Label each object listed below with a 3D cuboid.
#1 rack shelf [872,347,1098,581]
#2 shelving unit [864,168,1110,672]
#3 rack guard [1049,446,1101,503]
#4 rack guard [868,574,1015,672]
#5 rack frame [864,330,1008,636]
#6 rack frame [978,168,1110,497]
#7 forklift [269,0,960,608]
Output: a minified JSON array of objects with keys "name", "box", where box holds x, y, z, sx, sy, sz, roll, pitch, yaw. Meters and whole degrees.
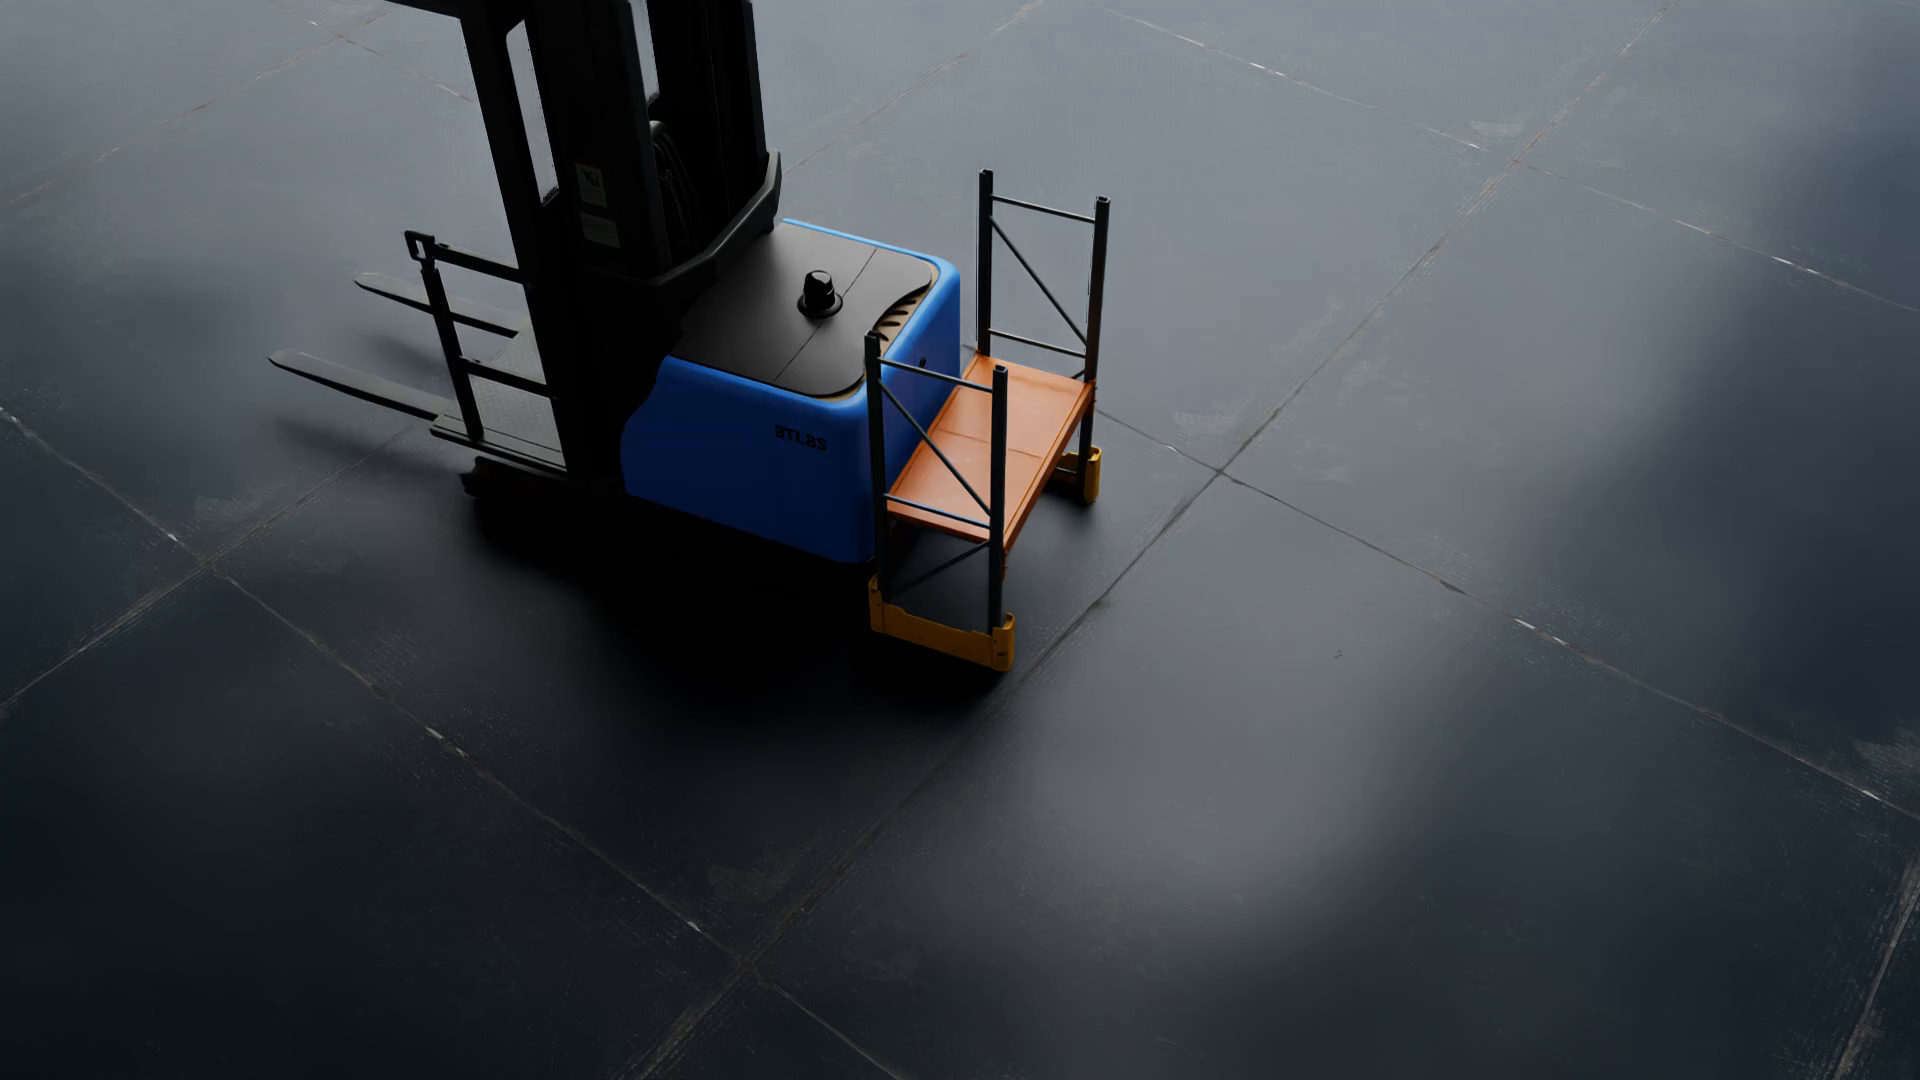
[{"name":"rack shelf","box":[0.114,-0.315,6.427,0.538,0.185,1.000,17,49,15]},{"name":"shelving unit","box":[0.117,-0.445,6.302,0.587,1.500,1.083,17,49,15]},{"name":"rack guard","box":[0.308,-0.346,7.072,0.587,0.250,0.087,17,49,15]},{"name":"rack guard","box":[-0.073,0.320,6.436,0.587,0.250,0.087,17,49,15]},{"name":"rack frame","box":[-0.081,-0.099,5.972,0.500,1.500,0.032,17,49,15]},{"name":"rack frame","box":[0.308,-0.778,6.621,0.500,1.500,0.032,17,49,15]},{"name":"forklift","box":[-1.549,-1.452,6.275,3.031,2.935,1.130,17,49,16]}]
